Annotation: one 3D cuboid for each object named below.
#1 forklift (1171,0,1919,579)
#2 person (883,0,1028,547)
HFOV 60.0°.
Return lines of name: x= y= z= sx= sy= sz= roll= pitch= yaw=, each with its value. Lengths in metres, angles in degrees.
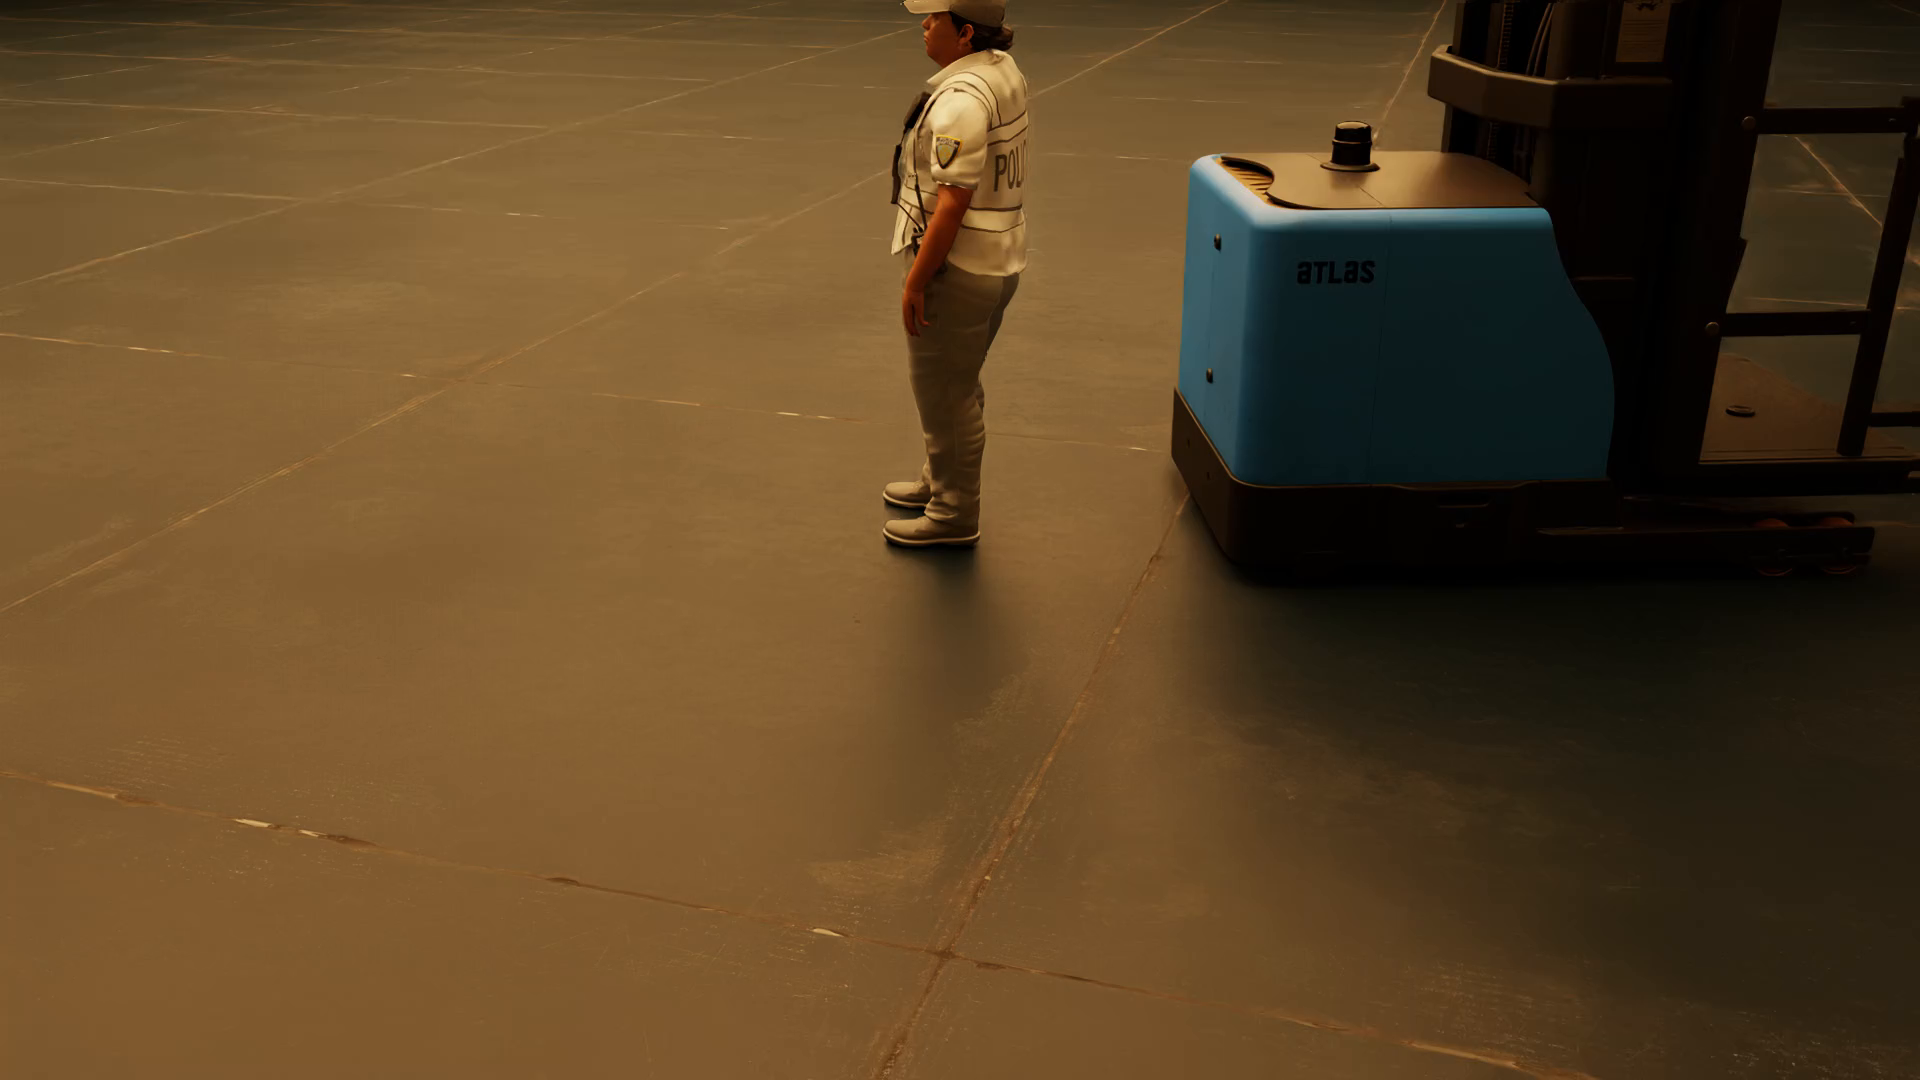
forklift: x=2.253 y=-1.448 z=4.788 sx=3.031 sy=2.935 sz=1.130 roll=-1 pitch=22 yaw=-4
person: x=-0.072 y=-0.791 z=4.843 sx=0.523 sy=1.670 sz=0.597 roll=7 pitch=23 yaw=16
